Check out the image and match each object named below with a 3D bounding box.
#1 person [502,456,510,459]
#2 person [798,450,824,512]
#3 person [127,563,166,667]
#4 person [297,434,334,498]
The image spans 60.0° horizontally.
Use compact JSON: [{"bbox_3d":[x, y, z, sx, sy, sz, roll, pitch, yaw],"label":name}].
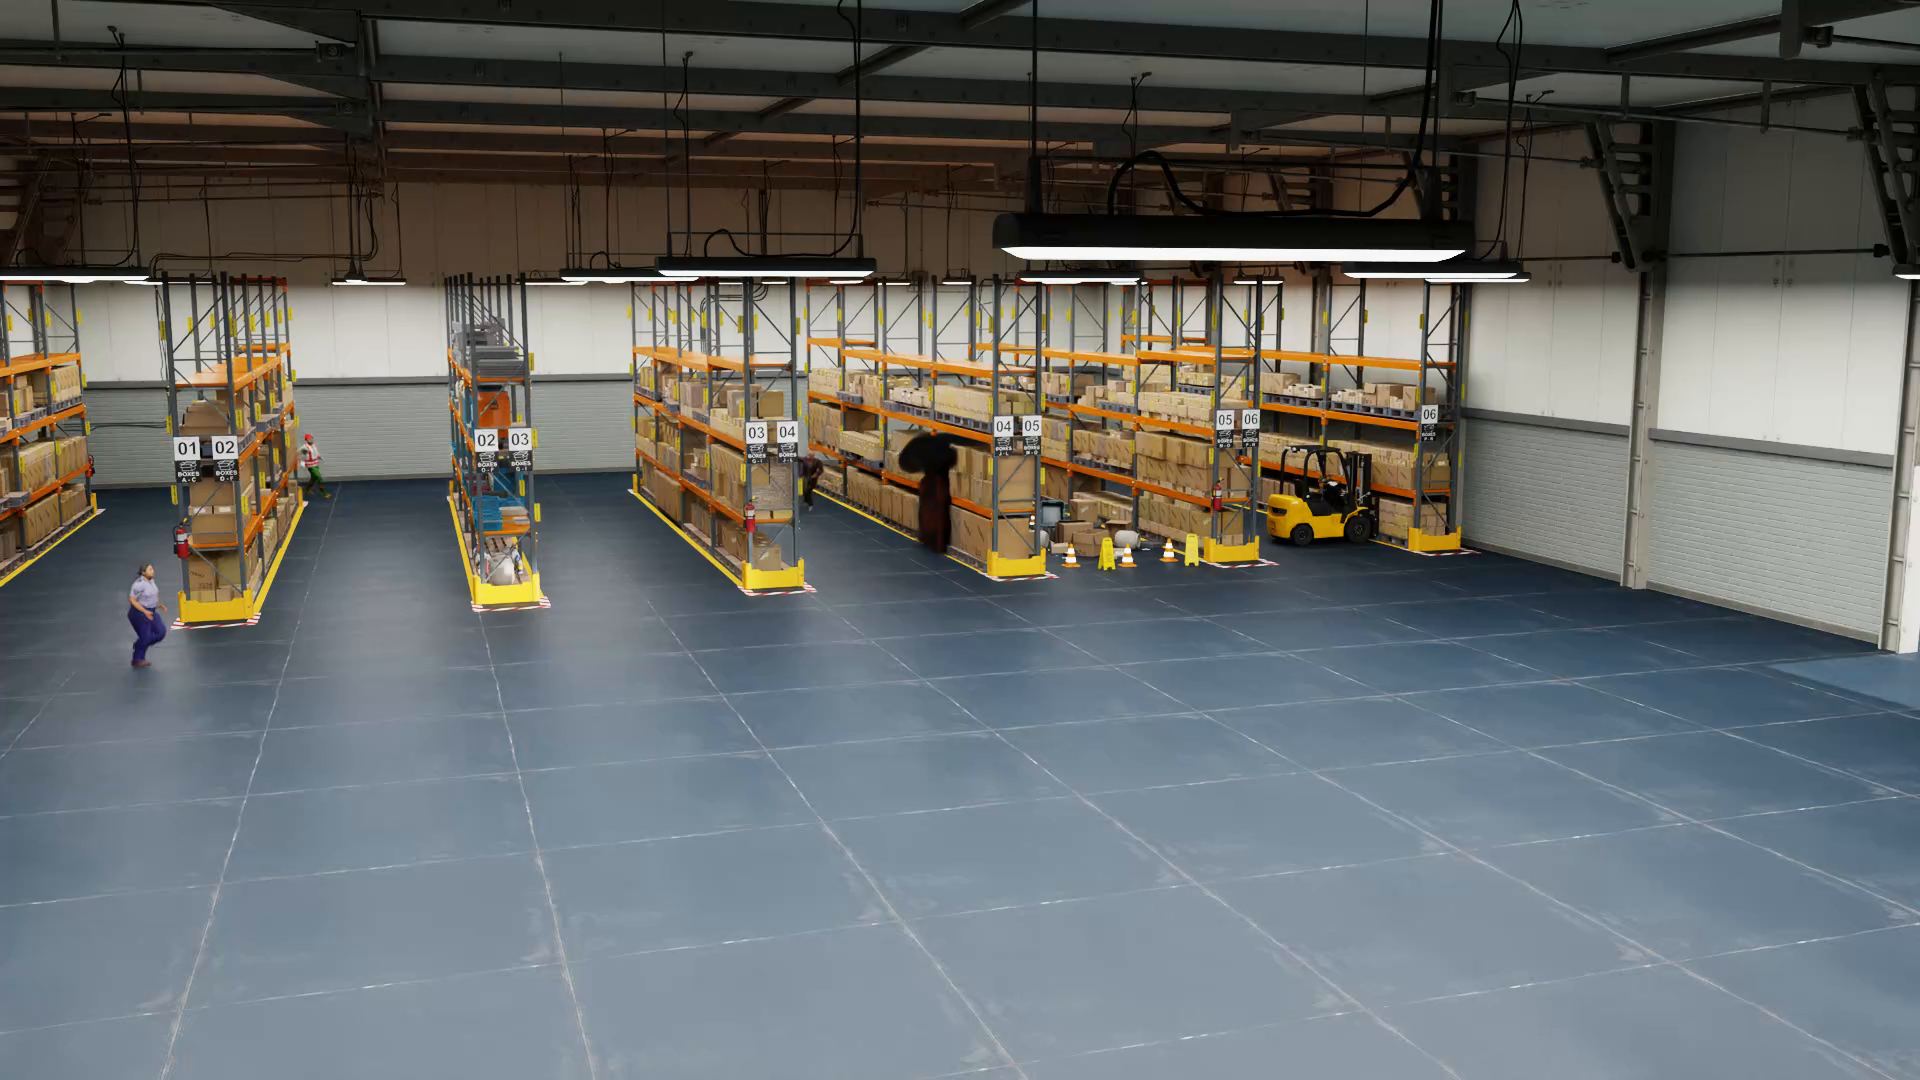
[{"bbox_3d":[-12.942,-2.307,47.566,0.725,1.677,0.832,4,9,22],"label":"person"},{"bbox_3d":[-3.918,-1.572,43.213,0.714,1.607,1.137,-1,9,-9],"label":"person"},{"bbox_3d":[-12.454,1.174,25.390,0.519,1.525,0.582,1,9,6],"label":"person"},{"bbox_3d":[-17.695,-2.021,45.480,0.962,1.774,0.718,2,9,13],"label":"person"}]
